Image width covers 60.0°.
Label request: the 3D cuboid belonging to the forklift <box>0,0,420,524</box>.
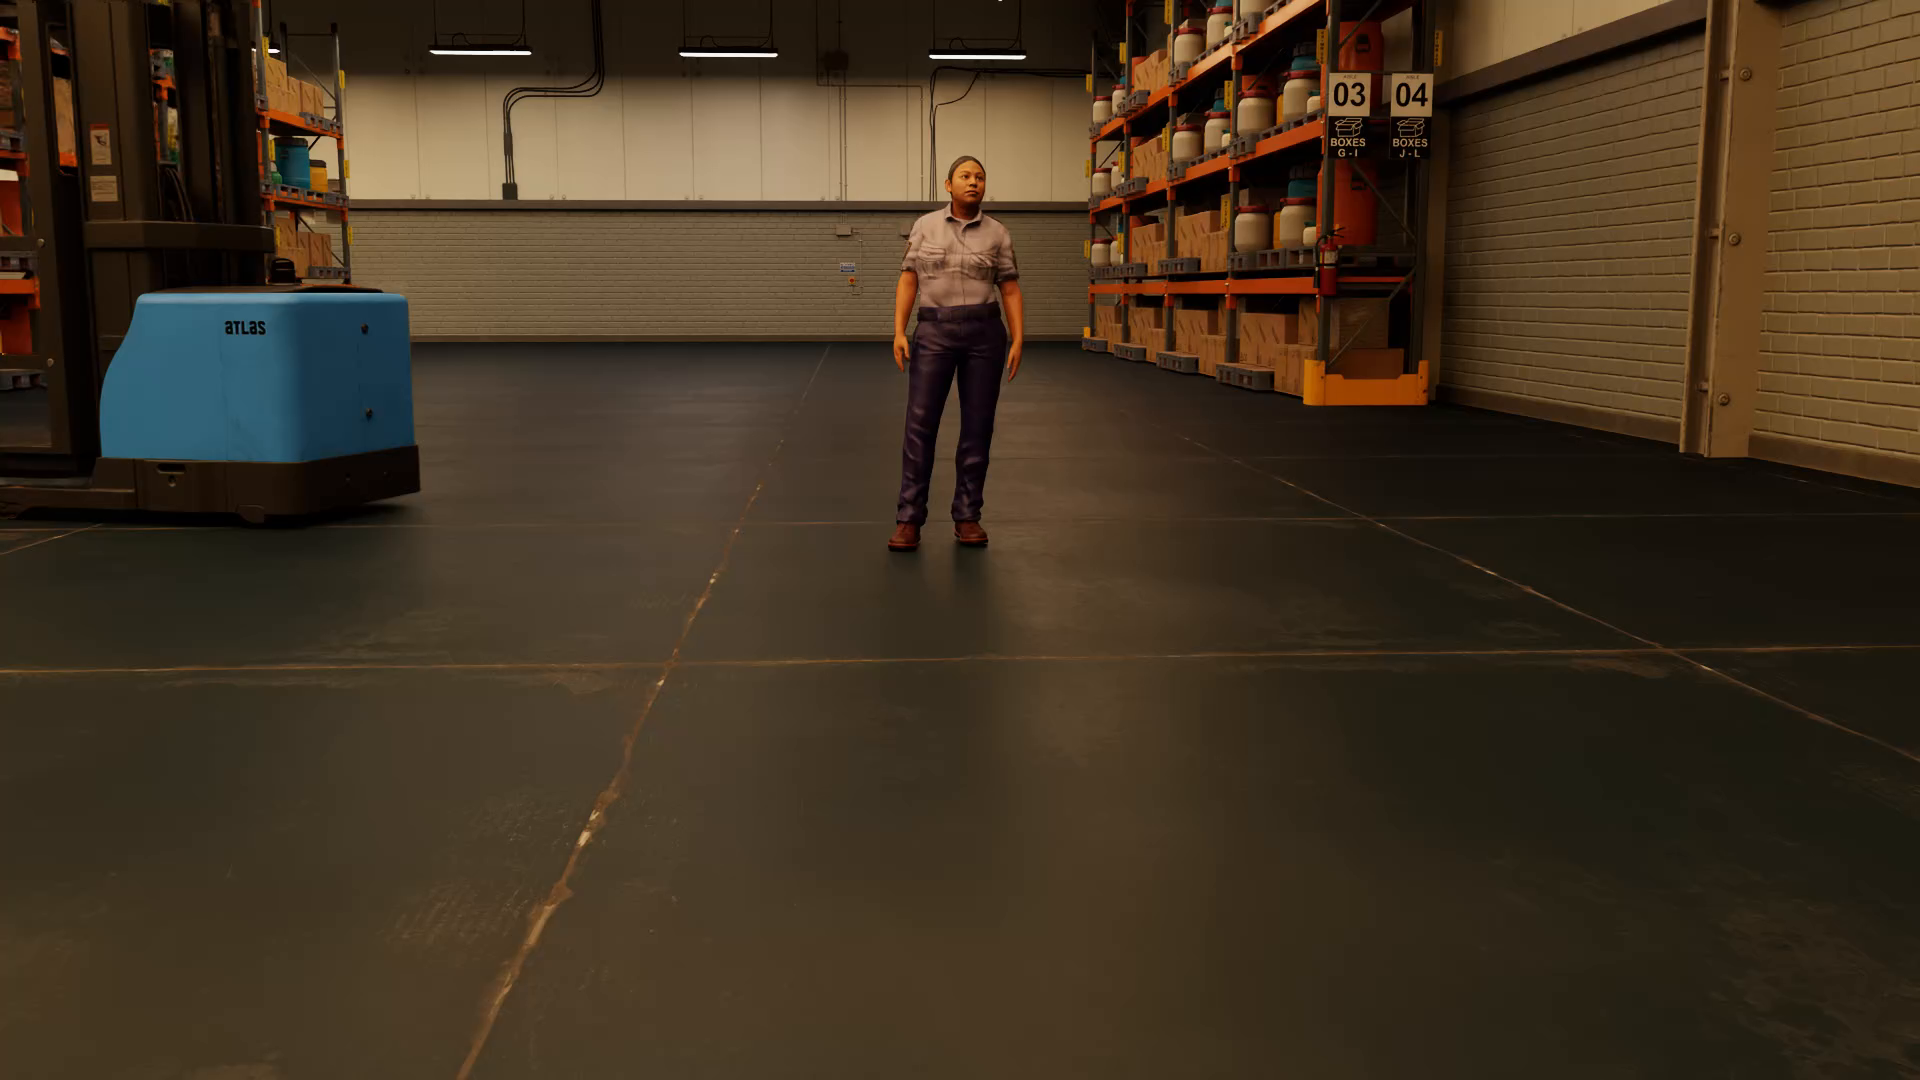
[{"bbox_3d":[-4.331,-1.619,8.233,3.031,2.935,1.130,2,9,15],"label":"forklift"}]

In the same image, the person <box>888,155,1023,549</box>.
[{"bbox_3d":[-0.018,-0.808,7.097,0.598,1.651,0.502,-1,8,-4],"label":"person"}]
